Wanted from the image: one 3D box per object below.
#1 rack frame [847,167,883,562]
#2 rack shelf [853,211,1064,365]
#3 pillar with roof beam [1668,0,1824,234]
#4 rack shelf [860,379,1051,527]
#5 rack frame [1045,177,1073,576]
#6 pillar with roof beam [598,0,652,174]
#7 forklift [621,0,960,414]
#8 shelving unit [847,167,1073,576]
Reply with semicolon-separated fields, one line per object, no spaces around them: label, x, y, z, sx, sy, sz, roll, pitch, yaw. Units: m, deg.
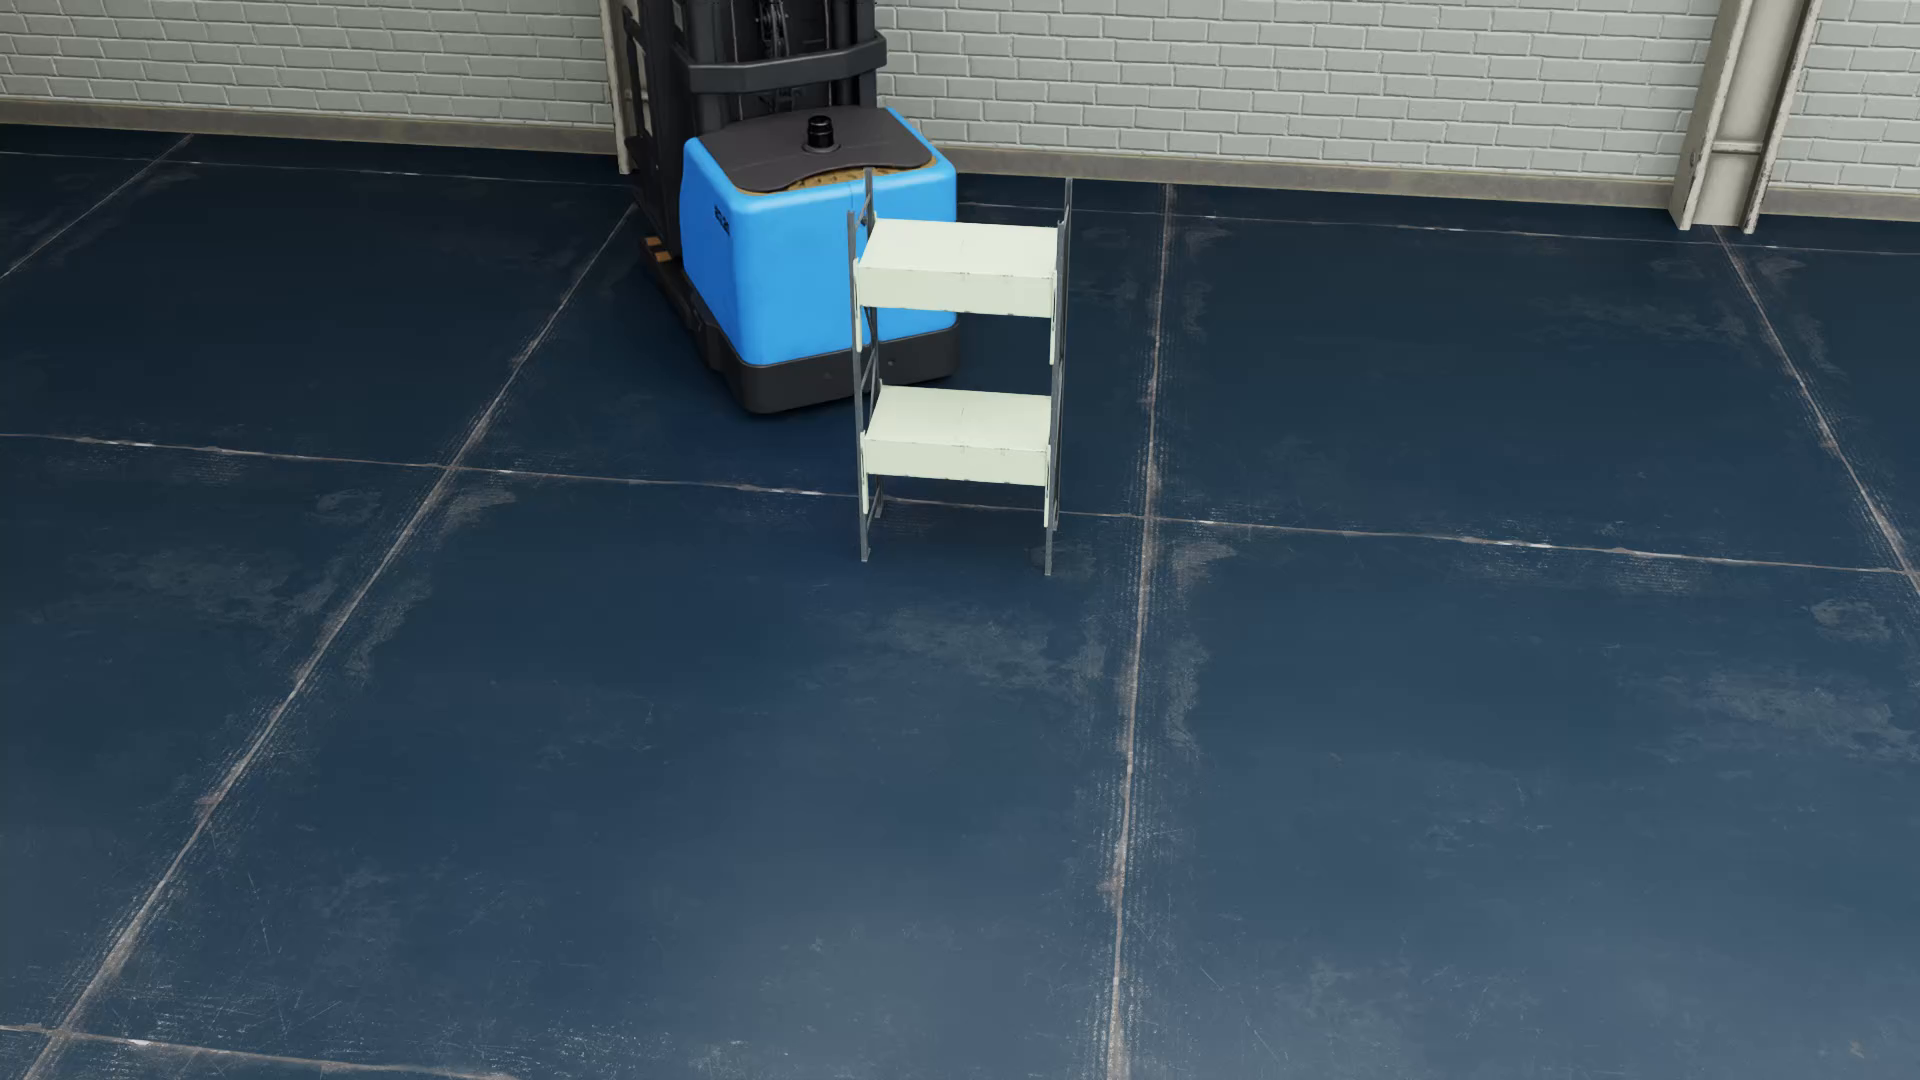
rack frame;-0.356;-0.637;6.352;0.023;1.500;0.400;4;36;6
rack shelf;0.007;-0.928;6.087;0.720;0.370;0.431;4;36;6
pillar with roof beam;3.620;-2.963;3.155;0.400;9.000;9.100;4;36;6
rack shelf;0.007;-0.345;6.503;0.720;0.370;0.431;4;36;6
rack frame;0.370;-0.583;6.276;0.023;1.500;0.400;4;36;6
pillar with roof beam;-2.332;-3.407;3.777;0.400;9.000;9.100;4;36;6
forklift;-1.041;-2.607;7.880;1.130;2.935;3.031;-14;38;-18
shelving unit;0.007;-0.610;6.314;0.755;1.500;0.431;4;36;6
